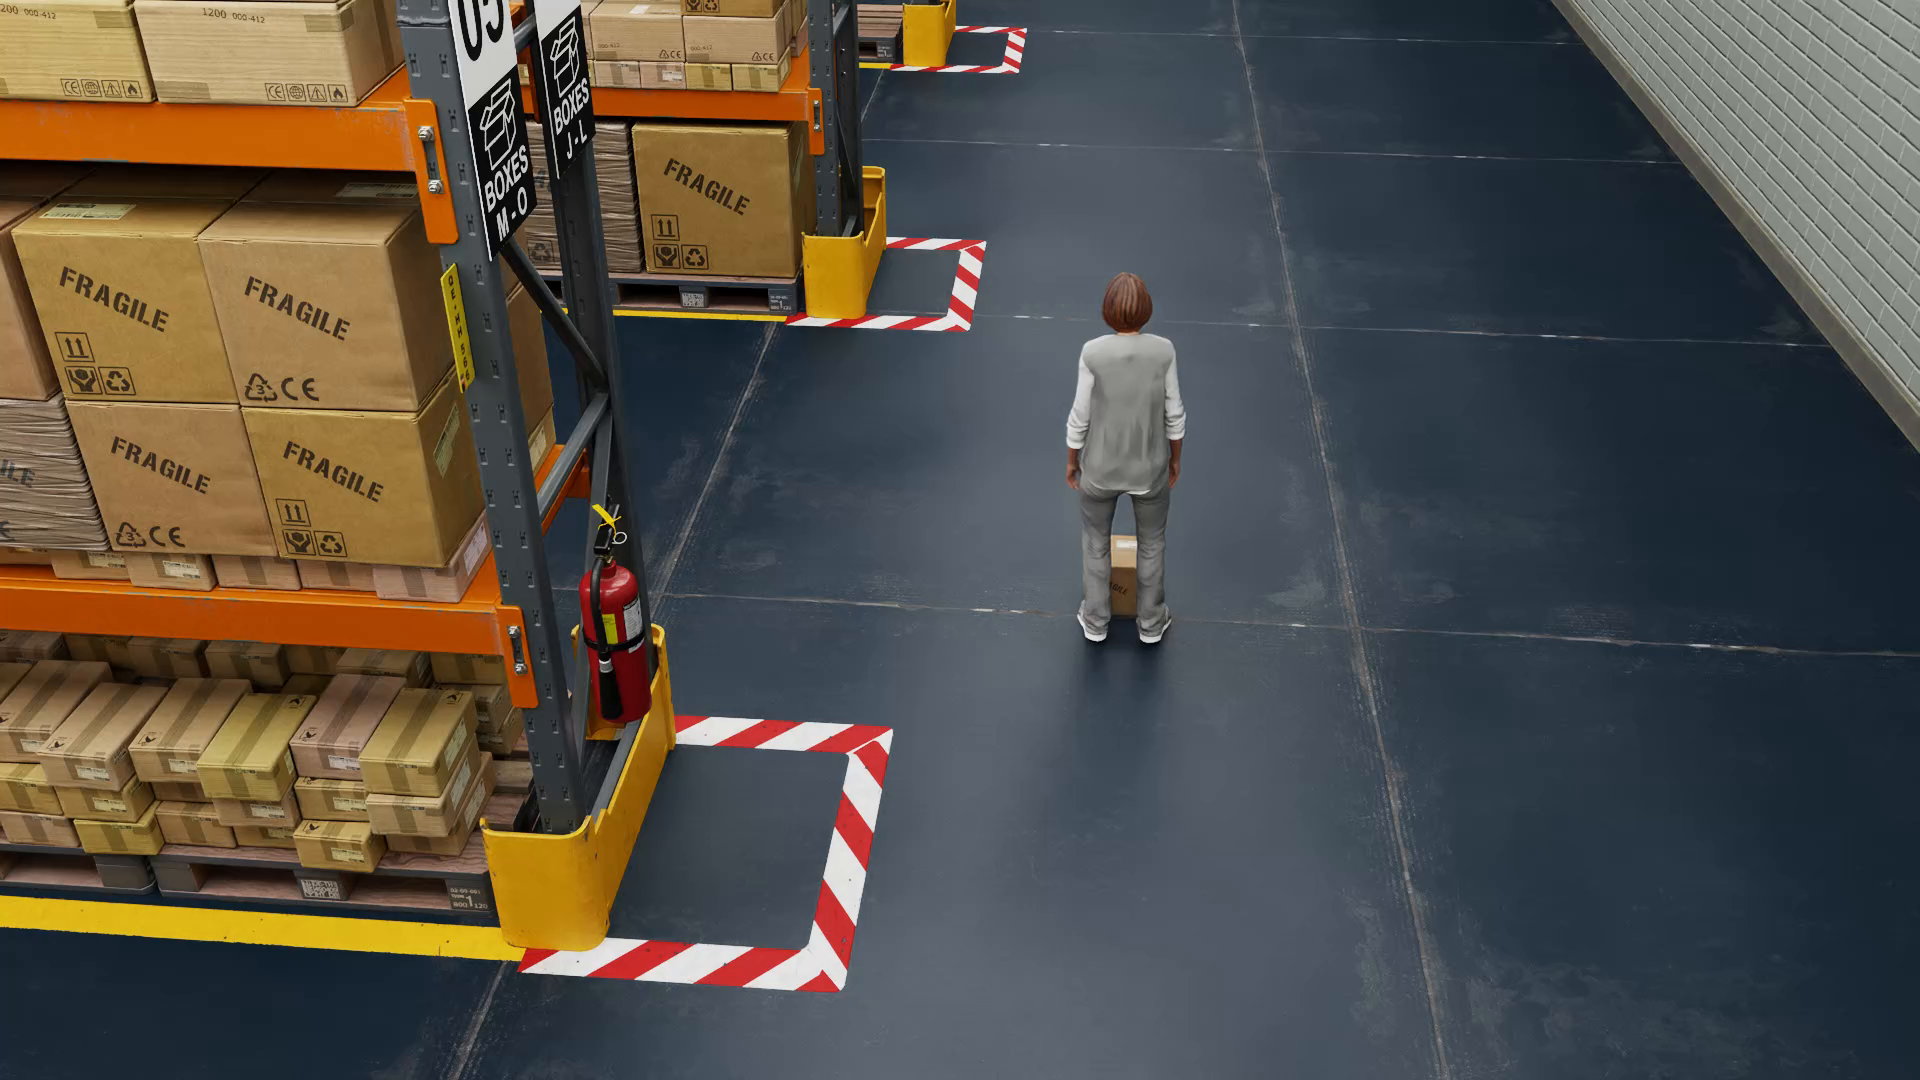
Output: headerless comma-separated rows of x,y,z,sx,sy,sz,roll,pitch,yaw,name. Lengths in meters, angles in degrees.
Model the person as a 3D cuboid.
0.655,-0.284,6.597,0.481,1.591,0.348,1,32,1,person
